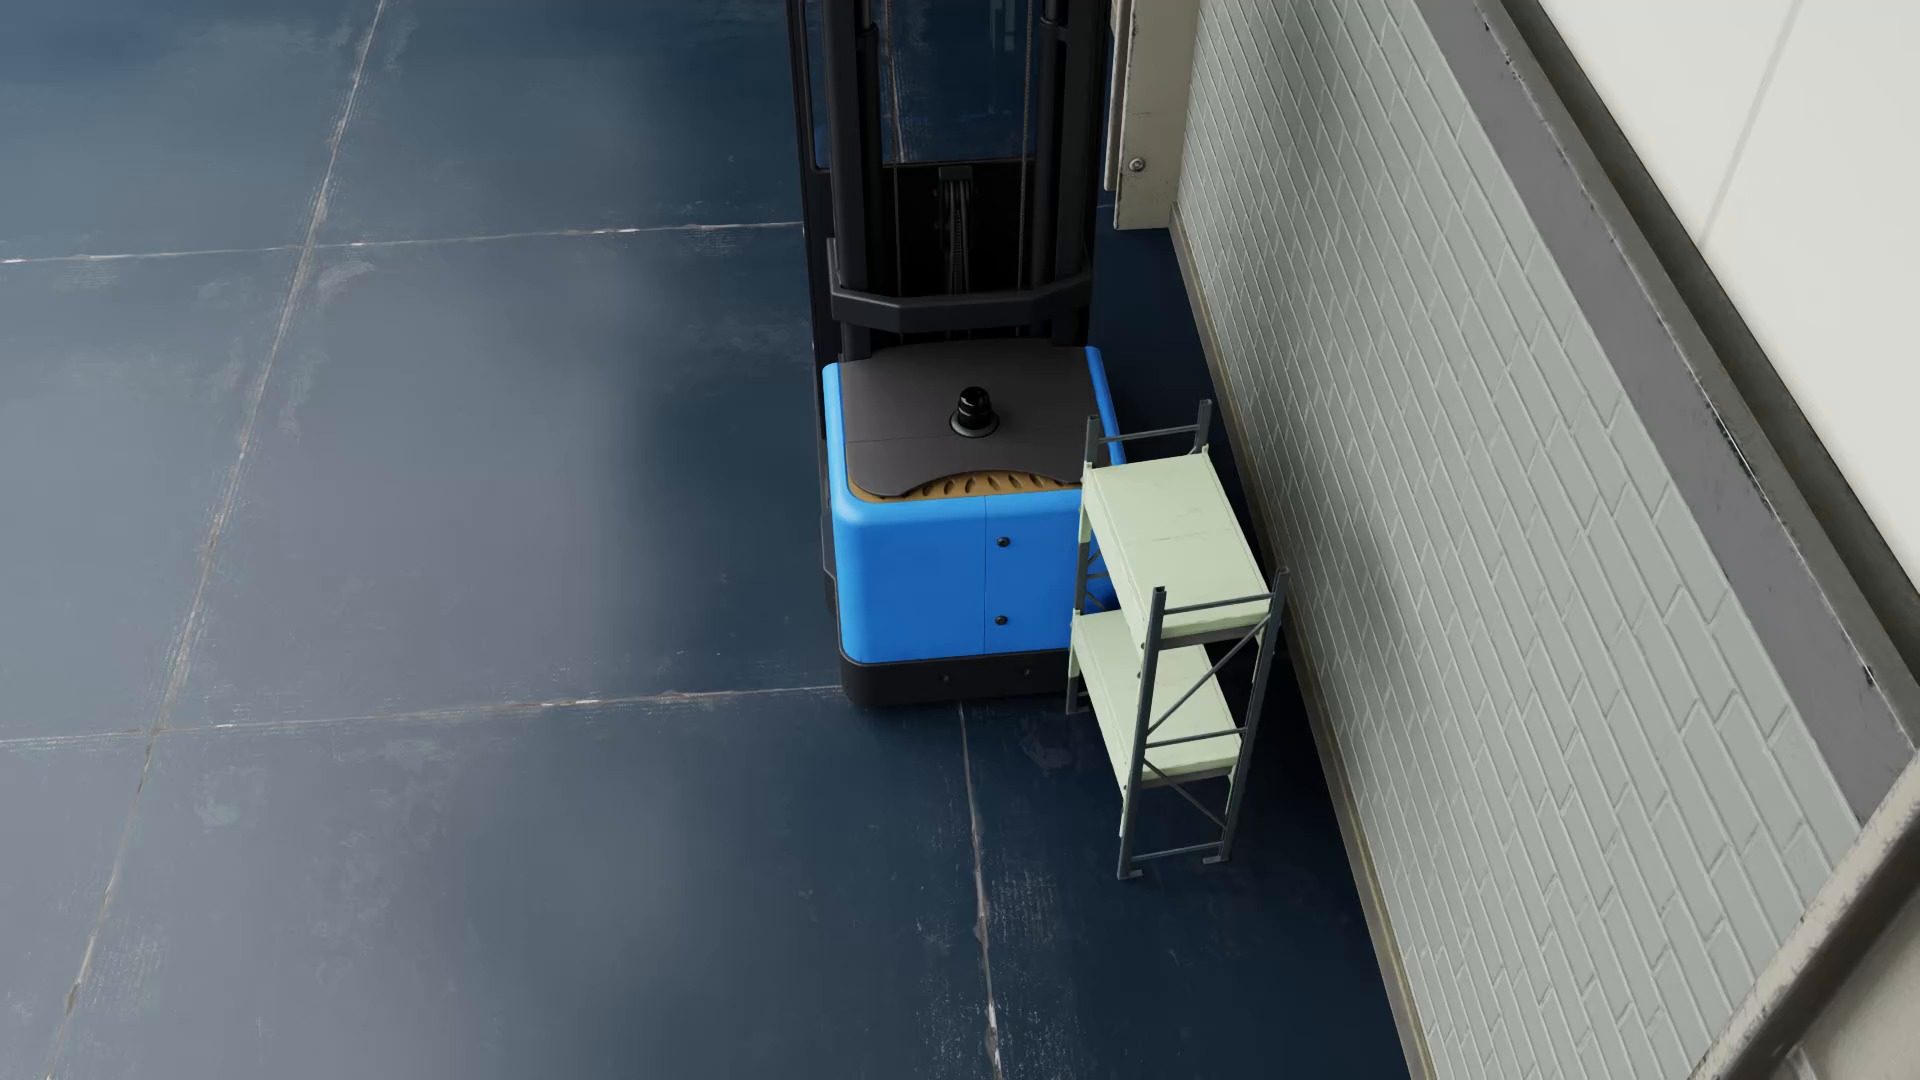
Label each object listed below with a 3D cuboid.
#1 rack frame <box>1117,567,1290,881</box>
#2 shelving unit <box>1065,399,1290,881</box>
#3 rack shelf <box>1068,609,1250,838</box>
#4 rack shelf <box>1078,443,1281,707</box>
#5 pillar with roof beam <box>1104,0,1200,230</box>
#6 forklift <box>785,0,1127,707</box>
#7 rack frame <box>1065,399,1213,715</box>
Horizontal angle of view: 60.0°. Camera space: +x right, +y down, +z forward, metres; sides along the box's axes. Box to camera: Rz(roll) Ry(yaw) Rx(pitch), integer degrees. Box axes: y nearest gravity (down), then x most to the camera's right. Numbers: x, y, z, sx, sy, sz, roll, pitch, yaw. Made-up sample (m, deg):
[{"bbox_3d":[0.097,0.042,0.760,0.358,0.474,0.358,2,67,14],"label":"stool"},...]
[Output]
[{"bbox_3d":[0.743,0.628,5.258,0.400,1.500,0.023,-8,47,-8],"label":"rack frame"},{"bbox_3d":[0.670,0.368,5.505,0.431,1.500,0.755,-8,47,-8],"label":"shelving unit"},{"bbox_3d":[0.670,0.592,5.742,0.431,0.370,0.720,-8,47,-8],"label":"rack shelf"},{"bbox_3d":[0.670,0.100,5.222,0.431,0.370,0.720,-8,47,-8],"label":"rack shelf"},{"bbox_3d":[-3.372,-4.545,4.993,9.100,9.000,0.400,-3,47,-3],"label":"pillar with roof beam"},{"bbox_3d":[-0.063,-1.462,6.252,1.130,2.935,3.031,-4,47,-4],"label":"forklift"},{"bbox_3d":[0.596,0.108,5.751,0.400,1.500,0.023,-8,47,-8],"label":"rack frame"}]
